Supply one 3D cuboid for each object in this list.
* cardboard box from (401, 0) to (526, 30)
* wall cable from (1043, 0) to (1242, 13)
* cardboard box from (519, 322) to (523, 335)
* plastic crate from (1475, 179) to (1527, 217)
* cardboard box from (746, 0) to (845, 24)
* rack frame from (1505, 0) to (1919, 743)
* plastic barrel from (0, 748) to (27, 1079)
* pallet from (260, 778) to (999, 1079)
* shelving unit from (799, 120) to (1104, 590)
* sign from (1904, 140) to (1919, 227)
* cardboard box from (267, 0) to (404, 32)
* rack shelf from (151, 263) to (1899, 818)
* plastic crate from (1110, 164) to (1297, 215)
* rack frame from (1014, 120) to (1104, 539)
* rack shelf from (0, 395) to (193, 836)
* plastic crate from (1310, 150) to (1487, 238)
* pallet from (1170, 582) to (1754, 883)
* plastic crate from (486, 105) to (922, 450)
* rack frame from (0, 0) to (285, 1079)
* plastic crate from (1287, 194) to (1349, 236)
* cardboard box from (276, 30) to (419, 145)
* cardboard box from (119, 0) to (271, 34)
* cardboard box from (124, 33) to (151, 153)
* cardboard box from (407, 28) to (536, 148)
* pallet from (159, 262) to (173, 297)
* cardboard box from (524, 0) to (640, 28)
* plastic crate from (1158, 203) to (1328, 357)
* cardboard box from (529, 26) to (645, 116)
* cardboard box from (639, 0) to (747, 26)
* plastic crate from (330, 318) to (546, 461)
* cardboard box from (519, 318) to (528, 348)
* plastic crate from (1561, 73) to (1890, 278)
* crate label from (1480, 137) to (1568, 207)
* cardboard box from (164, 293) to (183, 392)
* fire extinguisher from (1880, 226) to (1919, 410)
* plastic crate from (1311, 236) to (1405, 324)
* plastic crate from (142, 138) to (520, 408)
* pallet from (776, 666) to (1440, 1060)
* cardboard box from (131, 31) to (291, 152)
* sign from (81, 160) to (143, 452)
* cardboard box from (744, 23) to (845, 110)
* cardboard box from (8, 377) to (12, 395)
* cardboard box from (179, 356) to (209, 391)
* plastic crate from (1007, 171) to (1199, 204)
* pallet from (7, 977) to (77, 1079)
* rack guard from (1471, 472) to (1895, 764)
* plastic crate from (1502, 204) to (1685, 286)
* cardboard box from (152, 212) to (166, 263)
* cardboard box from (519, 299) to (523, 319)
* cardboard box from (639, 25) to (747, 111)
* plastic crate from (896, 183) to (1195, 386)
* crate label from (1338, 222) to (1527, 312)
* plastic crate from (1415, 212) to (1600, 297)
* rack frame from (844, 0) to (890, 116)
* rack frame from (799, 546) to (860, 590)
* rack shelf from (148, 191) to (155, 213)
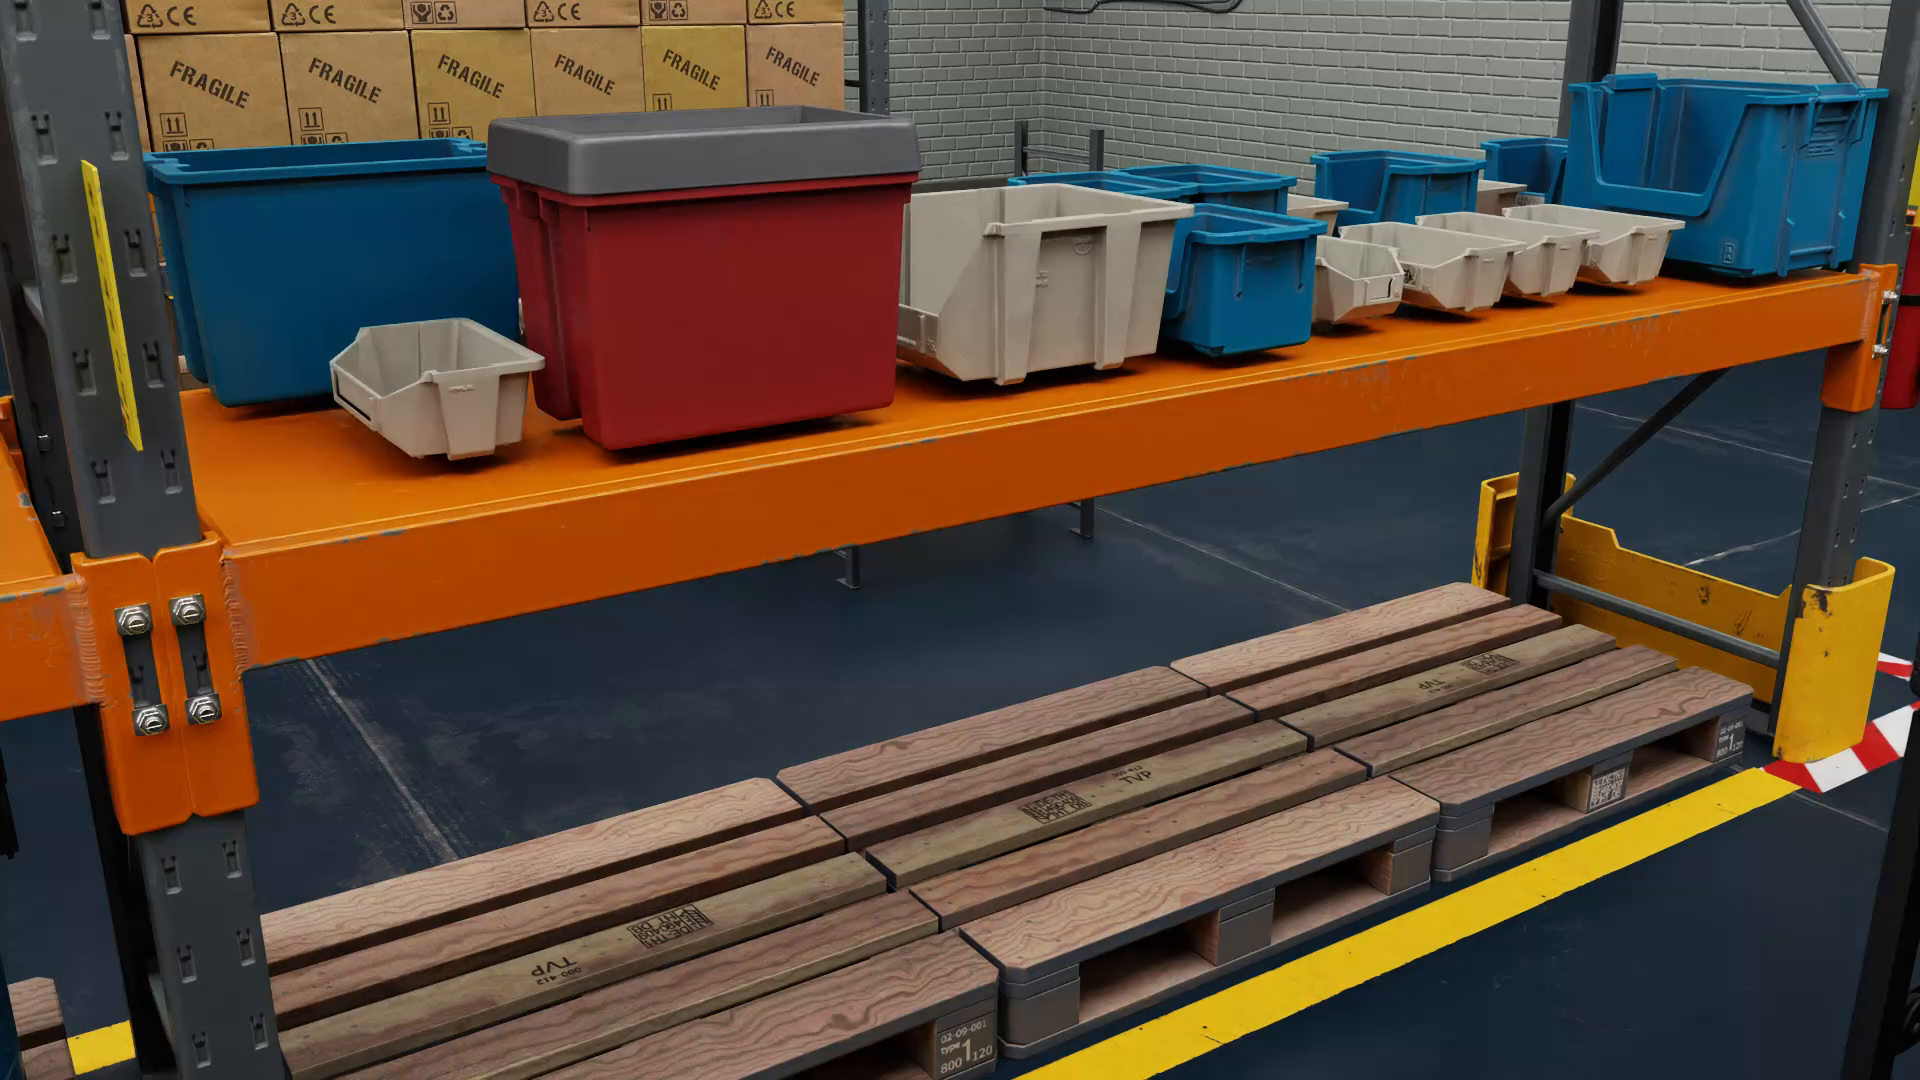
[{"bbox_3d":[-2.165,-2.413,6.981,0.500,0.500,0.500,-11,22,-30],"label":"cardboard box"},{"bbox_3d":[1.529,-5.912,14.530,0.112,2.526,3.097,-12,22,-31],"label":"wall cable"},{"bbox_3d":[-2.438,-0.970,7.640,0.637,0.503,0.797,-12,22,-31],"label":"cardboard box"},{"bbox_3d":[1.357,-0.904,4.554,0.298,0.136,0.250,-12,22,-31],"label":"plastic crate"},{"bbox_3d":[-0.884,-2.685,7.786,0.500,0.500,0.500,-12,22,-32],"label":"cardboard box"},{"bbox_3d":[2.057,-0.990,4.491,0.127,3.000,1.000,-12,22,-31],"label":"rack frame"},{"bbox_3d":[-1.747,0.600,2.406,0.708,0.901,0.600,-12,22,-31],"label":"plastic barrel"},{"bbox_3d":[-0.690,0.895,3.267,1.213,0.211,1.003,-12,22,-31],"label":"pallet"},{"bbox_3d":[-0.071,-0.695,5.960,1.048,1.500,0.538,-12,22,-31],"label":"shelving unit"},{"bbox_3d":[2.374,-0.923,4.038,0.005,0.325,0.100,-12,22,-31],"label":"sign"},{"bbox_3d":[-2.596,-2.322,6.711,0.500,0.500,0.500,-13,22,-33],"label":"cardboard box"},{"bbox_3d":[0.387,-0.297,3.564,4.000,0.370,1.077,-12,22,-31],"label":"rack shelf"},{"bbox_3d":[0.571,-0.752,3.954,0.300,0.233,0.416,-12,22,-31],"label":"plastic crate"},{"bbox_3d":[0.353,-0.785,6.225,0.032,1.500,0.500,-12,22,-31],"label":"rack frame"},{"bbox_3d":[-2.954,0.407,1.480,4.000,0.370,1.077,-12,22,-31],"label":"rack shelf"},{"bbox_3d":[1.120,-0.868,4.297,0.300,0.233,0.416,-12,22,-31],"label":"plastic crate"},{"bbox_3d":[1.347,0.465,4.539,1.213,0.211,1.003,-12,22,-31],"label":"pallet"},{"bbox_3d":[-0.400,-0.435,2.654,0.583,0.464,0.402,-12,22,-31],"label":"plastic crate"},{"bbox_3d":[-1.283,-0.286,2.407,0.127,3.000,1.000,-12,22,-31],"label":"rack frame"},{"bbox_3d":[0.790,-0.785,4.200,0.298,0.136,0.250,-12,22,-31],"label":"plastic crate"},{"bbox_3d":[-2.584,-1.854,6.890,0.500,0.500,0.500,-12,22,-32],"label":"cardboard box"},{"bbox_3d":[-3.025,-2.231,6.444,0.500,0.500,0.500,-13,22,-33],"label":"cardboard box"},{"bbox_3d":[-3.429,-1.676,6.362,0.500,0.500,0.500,-11,22,-30],"label":"cardboard box"},{"bbox_3d":[-2.160,-1.944,7.156,0.500,0.500,0.500,-12,22,-32],"label":"cardboard box"},{"bbox_3d":[-5.034,-1.944,11.666,1.213,0.211,1.003,-12,22,-31],"label":"pallet"},{"bbox_3d":[-1.736,-2.503,7.249,0.500,0.500,0.500,-11,22,-30],"label":"cardboard box"},{"bbox_3d":[0.483,-0.509,3.235,0.300,0.233,0.416,-12,22,-31],"label":"plastic crate"},{"bbox_3d":[-1.739,-2.033,7.419,0.500,0.500,0.500,-12,22,-31],"label":"cardboard box"},{"bbox_3d":[-1.306,-2.596,7.522,0.500,0.500,0.500,-11,22,-30],"label":"cardboard box"},{"bbox_3d":[-0.816,-0.233,2.569,0.243,0.136,0.396,-12,22,-31],"label":"plastic crate"},{"bbox_3d":[-1.792,-0.901,7.832,0.500,0.250,0.500,-12,22,-31],"label":"cardboard box"},{"bbox_3d":[1.881,-0.927,4.153,0.499,0.435,0.616,-12,22,-31],"label":"plastic crate"},{"bbox_3d":[1.670,-0.984,4.640,0.303,0.233,0.416,-12,22,-31],"label":"crate label"},{"bbox_3d":[-3.685,-0.812,7.179,0.500,0.500,0.500,-12,22,-31],"label":"cardboard box"},{"bbox_3d":[2.433,-0.682,4.282,0.183,0.674,0.296,-12,22,-31],"label":"fire extinguisher"},{"bbox_3d":[0.770,-0.542,3.483,0.250,0.136,0.298,-12,22,-31],"label":"plastic crate"},{"bbox_3d":[-1.081,-0.480,2.913,0.575,0.384,0.392,-12,22,-31],"label":"plastic crate"},{"bbox_3d":[0.329,0.679,3.907,1.213,0.211,1.003,-12,22,-31],"label":"pallet"},{"bbox_3d":[-3.003,-1.767,6.631,0.500,0.500,0.500,-11,22,-30],"label":"cardboard box"},{"bbox_3d":[-0.982,-0.270,1.926,0.005,0.325,0.100,-12,22,-31],"label":"sign"},{"bbox_3d":[-0.888,-2.212,7.947,0.500,0.500,0.500,-11,22,-30],"label":"cardboard box"},{"bbox_3d":[-3.535,-0.562,6.736,0.500,0.311,0.500,-12,22,-31],"label":"cardboard box"},{"bbox_3d":[-3.404,-0.728,7.478,0.250,0.149,0.380,-12,22,-31],"label":"cardboard box"},{"bbox_3d":[0.320,-0.699,3.798,0.300,0.233,0.416,-12,22,-31],"label":"plastic crate"},{"bbox_3d":[-1.951,1.160,2.484,1.213,0.211,1.003,-12,22,-31],"label":"pallet"},{"bbox_3d":[2.070,0.186,4.914,0.348,0.500,1.175,-12,22,-31],"label":"rack guard"},{"bbox_3d":[1.476,-0.702,3.955,0.243,0.136,0.396,-12,22,-31],"label":"plastic crate"},{"bbox_3d":[-5.630,-2.143,11.146,0.500,0.500,0.700,-12,22,-32],"label":"cardboard box"},{"bbox_3d":[-2.109,-1.026,8.202,0.500,0.250,0.500,-12,22,-31],"label":"cardboard box"},{"bbox_3d":[-1.319,-2.119,7.674,0.500,0.500,0.500,-12,22,-31],"label":"cardboard box"},{"bbox_3d":[0.093,-0.478,3.066,0.530,0.282,0.437,-12,22,-31],"label":"plastic crate"},{"bbox_3d":[1.007,-0.599,3.651,0.243,0.136,0.396,-12,22,-31],"label":"crate label"},{"bbox_3d":[1.226,-0.655,3.816,0.243,0.136,0.396,-12,22,-31],"label":"plastic crate"},{"bbox_3d":[-0.664,-2.316,8.412,0.127,3.000,1.000,-12,22,-31],"label":"rack frame"},{"bbox_3d":[-0.496,-0.606,5.695,0.032,1.500,0.500,-12,22,-31],"label":"rack frame"},{"bbox_3d":[-2.334,-1.623,7.485,4.000,0.370,1.077,-12,22,-31],"label":"rack shelf"}]
